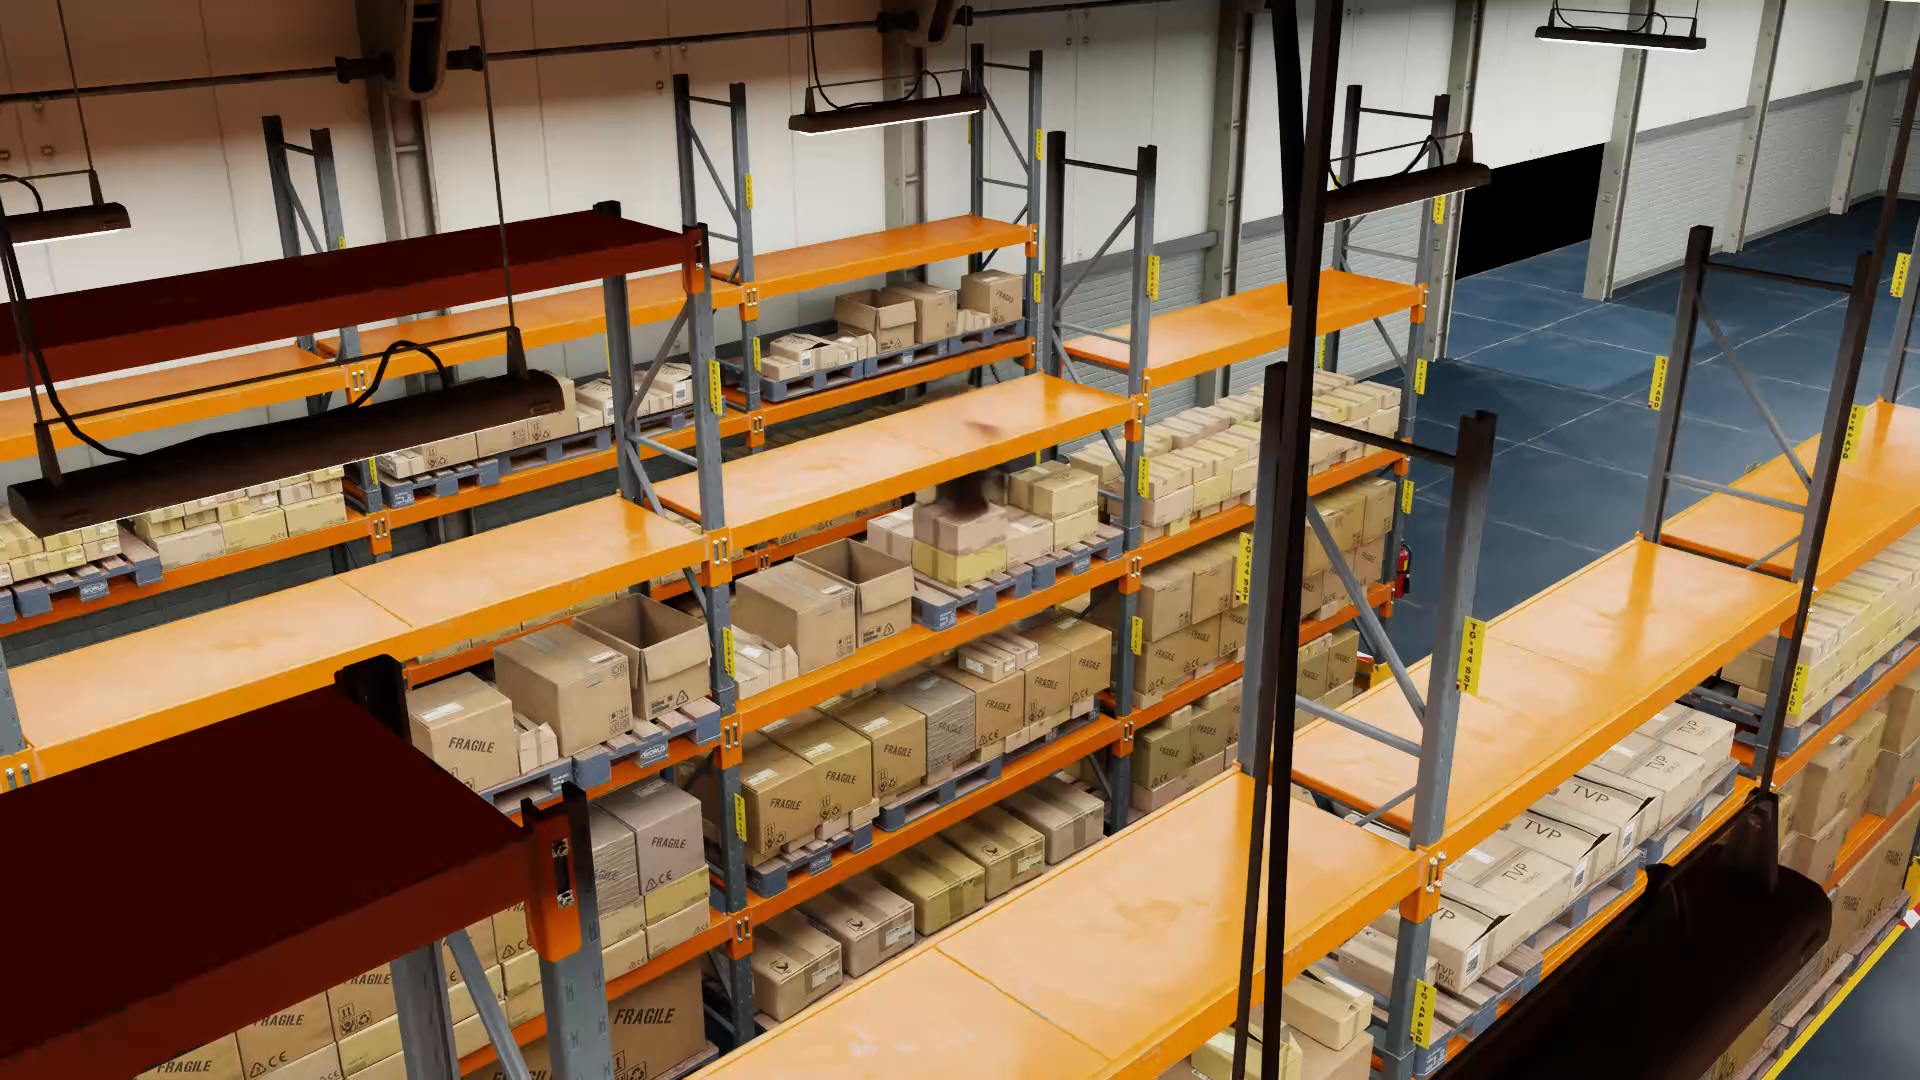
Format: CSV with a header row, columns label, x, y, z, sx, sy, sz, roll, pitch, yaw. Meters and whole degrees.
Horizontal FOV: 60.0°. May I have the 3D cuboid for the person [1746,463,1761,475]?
label,x,y,z,sx,sy,sz,roll,pitch,yaw
person,8.938,-0.099,18.968,0.577,1.670,0.691,-2,23,-6
